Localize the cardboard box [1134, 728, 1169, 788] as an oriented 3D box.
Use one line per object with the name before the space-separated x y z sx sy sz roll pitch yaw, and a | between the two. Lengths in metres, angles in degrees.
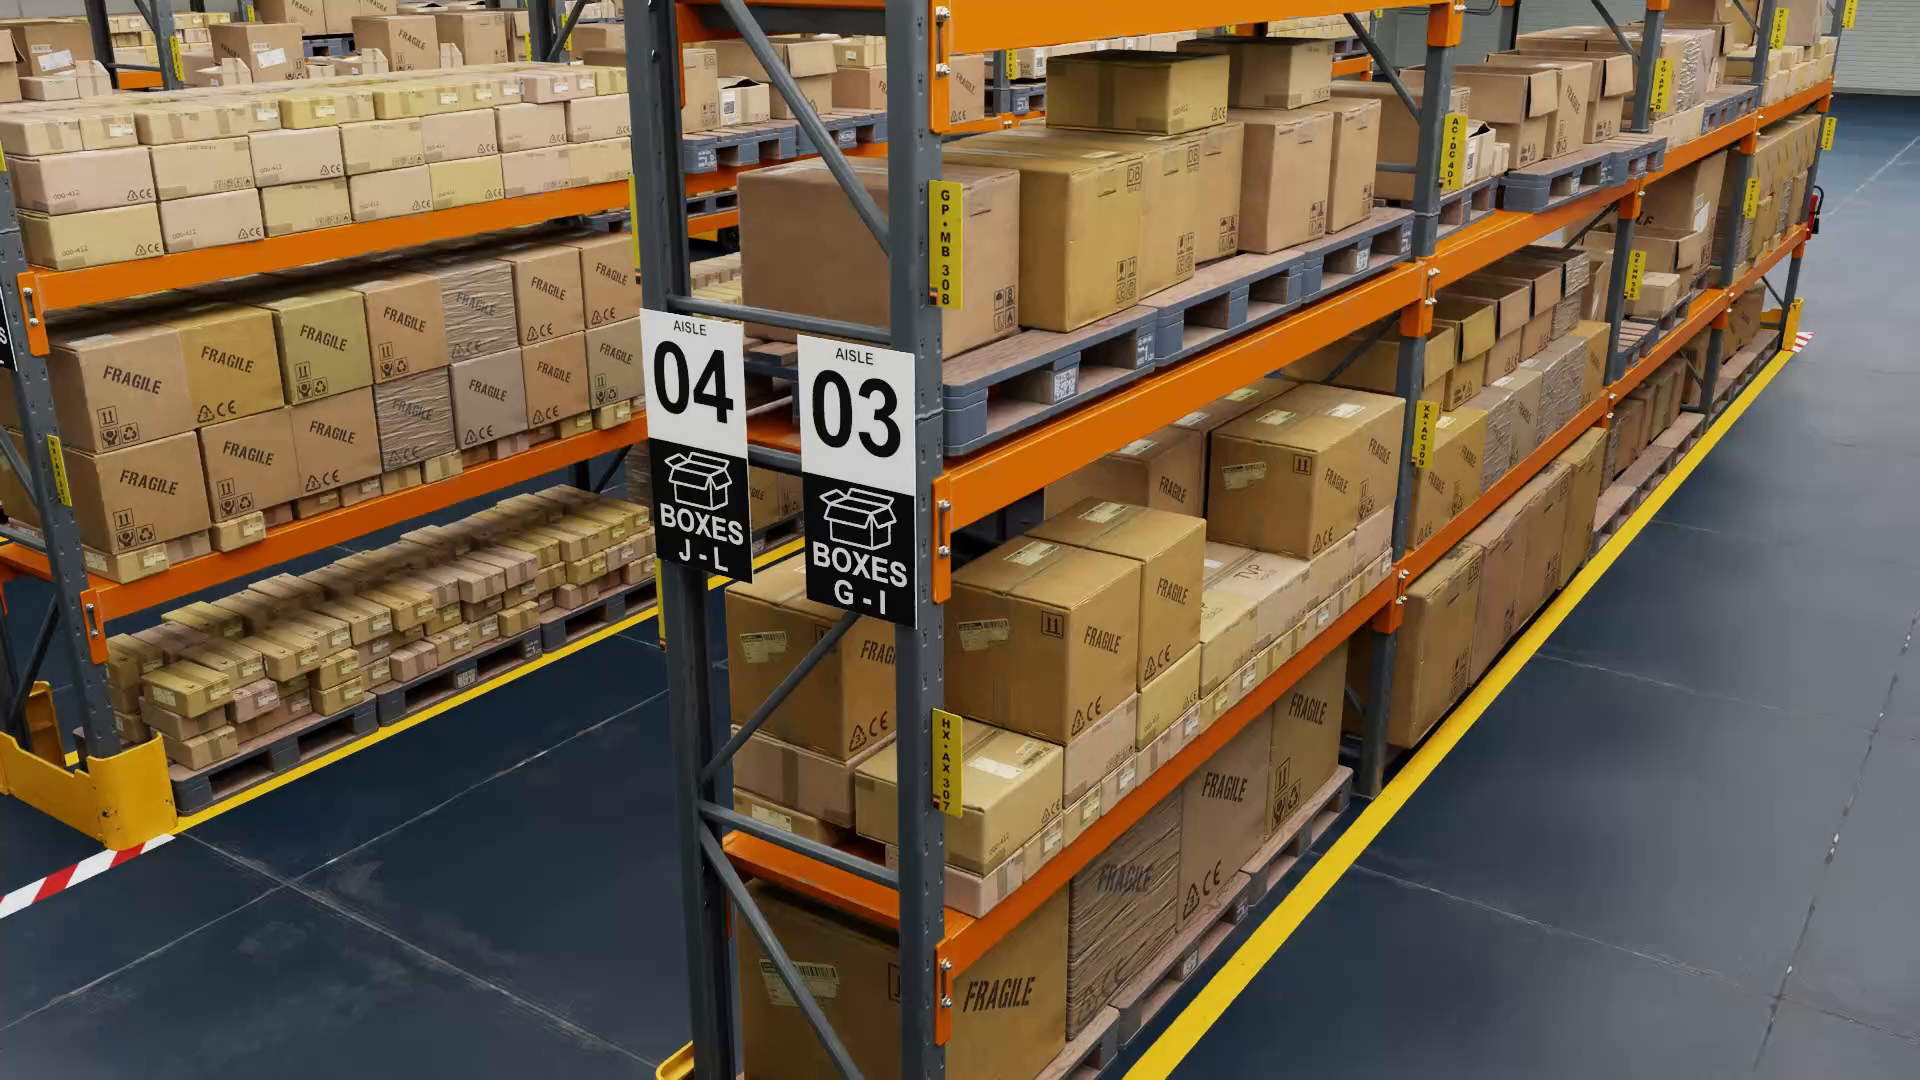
cardboard box | 0.556 0.767 6.230 0.380 0.149 0.250 13 24 31

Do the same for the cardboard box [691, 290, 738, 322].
cardboard box | -1.687 -1.544 11.014 0.380 0.149 0.250 15 25 35

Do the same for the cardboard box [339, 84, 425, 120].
cardboard box | -3.070 -2.324 8.822 0.380 0.149 0.250 13 24 31

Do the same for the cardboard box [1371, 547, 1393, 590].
cardboard box | 1.856 0.103 8.024 0.380 0.149 0.250 13 24 32

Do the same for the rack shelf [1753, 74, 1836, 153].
rack shelf | 7.377 -4.105 15.751 1.077 0.370 4.000 13 24 32

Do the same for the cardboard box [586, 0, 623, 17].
cardboard box | -4.868 -7.599 23.261 0.797 0.503 0.637 14 25 34

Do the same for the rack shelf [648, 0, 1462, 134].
rack shelf | 0.632 -1.881 5.992 1.077 0.370 4.000 13 24 32

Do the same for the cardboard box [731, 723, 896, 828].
cardboard box | -0.440 0.722 5.778 0.500 0.250 0.500 13 24 31

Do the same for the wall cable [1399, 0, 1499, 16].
wall cable | 14.676 -17.037 49.828 3.097 2.526 0.112 13 24 32

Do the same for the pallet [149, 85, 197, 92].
pallet | -5.965 -3.688 13.865 0.805 0.209 1.217 12 24 30

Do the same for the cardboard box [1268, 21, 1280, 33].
cardboard box | 2.997 -5.408 17.277 0.500 0.250 0.500 13 24 31

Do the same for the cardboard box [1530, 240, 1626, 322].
cardboard box | 4.506 -1.900 12.328 0.700 0.500 0.500 18 27 40

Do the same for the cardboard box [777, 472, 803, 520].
cardboard box | -1.359 -0.499 12.289 0.500 0.500 0.500 15 25 34

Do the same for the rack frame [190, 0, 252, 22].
rack frame | -8.299 -7.027 18.291 1.000 3.000 0.127 13 24 32

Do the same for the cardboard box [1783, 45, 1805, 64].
cardboard box | 7.674 -4.551 15.561 0.380 0.149 0.250 12 23 29

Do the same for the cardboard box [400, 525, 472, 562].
cardboard box | -3.298 0.043 10.471 0.380 0.149 0.250 14 24 33

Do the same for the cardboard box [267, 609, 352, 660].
cardboard box | -3.588 0.525 9.168 0.380 0.149 0.250 12 23 29

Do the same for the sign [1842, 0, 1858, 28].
sign | 8.949 -5.317 16.716 0.100 0.325 0.005 13 24 32

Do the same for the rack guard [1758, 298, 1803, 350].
rack guard | 8.459 -2.415 18.073 1.175 0.500 0.348 13 24 32

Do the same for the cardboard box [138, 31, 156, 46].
cardboard box | -8.733 -5.367 17.769 0.380 0.149 0.250 13 24 32

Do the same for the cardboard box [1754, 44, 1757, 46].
cardboard box | 7.678 -4.882 16.458 0.380 0.149 0.250 14 25 34

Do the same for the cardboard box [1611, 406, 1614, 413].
cardboard box | 4.646 -1.052 12.672 0.500 0.250 0.500 17 26 38

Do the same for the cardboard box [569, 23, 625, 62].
cardboard box | -3.650 -4.970 16.910 0.700 0.500 0.500 13 24 32

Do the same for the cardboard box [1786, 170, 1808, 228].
cardboard box | 7.988 -3.476 16.766 0.875 0.500 0.500 13 24 32

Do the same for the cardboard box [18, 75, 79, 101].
cardboard box | -6.683 -3.310 12.179 0.380 0.149 0.250 14 24 33

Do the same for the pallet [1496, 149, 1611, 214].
pallet | 3.060 -2.115 9.609 1.003 0.211 1.213 15 25 34

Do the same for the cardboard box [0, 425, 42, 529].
cardboard box | -4.498 -0.380 8.396 0.500 0.500 0.500 14 24 33

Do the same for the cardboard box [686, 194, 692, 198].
cardboard box | -3.107 -3.775 17.902 0.380 0.149 0.250 14 25 34

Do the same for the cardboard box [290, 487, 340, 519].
cardboard box | -3.575 -0.248 8.973 0.380 0.149 0.250 13 24 31

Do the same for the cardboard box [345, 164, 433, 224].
cardboard box | -3.196 -1.877 8.907 0.500 0.250 0.500 13 24 32

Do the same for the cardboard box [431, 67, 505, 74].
cardboard box | -2.928 -2.729 9.917 0.380 0.149 0.250 13 24 31

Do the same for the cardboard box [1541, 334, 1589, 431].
cardboard box | 3.647 -1.029 10.578 0.500 0.500 0.500 13 24 31

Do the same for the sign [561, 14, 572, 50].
sign | -3.737 -4.822 15.795 0.100 0.325 0.005 13 24 32

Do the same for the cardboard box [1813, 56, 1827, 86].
cardboard box | 8.163 -4.614 16.307 0.500 0.250 0.500 13 24 32

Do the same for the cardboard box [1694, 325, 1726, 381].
cardboard box | 6.827 -1.759 15.694 0.500 0.500 0.500 -15 25 -35

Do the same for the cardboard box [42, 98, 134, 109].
cardboard box | -4.231 -2.051 8.083 0.380 0.149 0.250 12 24 30

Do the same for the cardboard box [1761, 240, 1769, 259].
cardboard box | 7.455 -2.780 15.818 0.380 0.149 0.250 13 24 32

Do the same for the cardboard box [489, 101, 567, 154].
cardboard box | -2.641 -2.404 9.613 0.500 0.250 0.500 12 24 30

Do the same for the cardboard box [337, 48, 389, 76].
cardboard box | -5.123 -4.095 14.278 0.396 0.266 0.258 16 25 36

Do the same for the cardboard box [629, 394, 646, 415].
cardboard box | -2.256 -0.917 10.782 0.380 0.149 0.250 13 24 31

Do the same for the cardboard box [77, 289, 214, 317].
cardboard box | -4.201 -0.995 8.618 0.500 0.500 0.500 12 24 30

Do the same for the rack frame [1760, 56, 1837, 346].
rack frame | 8.502 -3.609 17.698 1.000 3.000 0.127 13 24 32

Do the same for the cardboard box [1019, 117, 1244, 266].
cardboard box | 0.649 -1.352 6.378 0.700 0.500 0.500 15 25 34

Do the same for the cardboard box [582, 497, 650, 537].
cardboard box | -2.274 -0.148 10.989 0.380 0.149 0.250 14 25 33

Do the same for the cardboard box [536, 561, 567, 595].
cardboard box | -2.703 0.204 10.465 0.380 0.149 0.250 14 24 32

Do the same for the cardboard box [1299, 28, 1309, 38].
cardboard box | 3.549 -5.465 18.005 0.380 0.149 0.250 14 24 33

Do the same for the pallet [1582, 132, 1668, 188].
pallet | 3.687 -2.437 10.478 1.213 0.211 1.003 15 25 34

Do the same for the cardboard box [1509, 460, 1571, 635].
cardboard box | 3.092 -0.066 10.577 1.225 0.875 0.875 13 24 32

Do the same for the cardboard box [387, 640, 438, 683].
cardboard box | -3.254 0.676 9.619 0.380 0.149 0.250 12 23 29

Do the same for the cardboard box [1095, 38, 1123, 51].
cardboard box | 1.118 -4.375 14.824 0.500 0.311 0.500 13 24 31

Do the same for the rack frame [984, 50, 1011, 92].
rack frame | -0.041 -5.124 13.145 1.000 3.000 0.127 13 24 32

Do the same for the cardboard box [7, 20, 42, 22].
cardboard box | -9.349 -5.121 16.647 0.380 0.149 0.250 13 24 32

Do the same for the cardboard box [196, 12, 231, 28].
cardboard box | -8.247 -5.720 18.294 0.380 0.149 0.250 14 25 34

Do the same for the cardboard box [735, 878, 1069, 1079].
cardboard box | -0.199 1.582 6.122 0.875 0.875 0.875 13 24 32

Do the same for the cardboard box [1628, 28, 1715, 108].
cardboard box | 5.047 -3.377 11.883 0.500 0.500 0.500 12 24 30

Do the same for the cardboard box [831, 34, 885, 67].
cardboard box | -0.759 -3.583 12.056 0.396 0.266 0.258 13 24 32

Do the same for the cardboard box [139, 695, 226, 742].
cardboard box | -4.031 0.886 8.622 0.380 0.149 0.250 14 25 34

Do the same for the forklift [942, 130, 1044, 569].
forklift | 0.440 -1.221 11.341 1.130 2.935 3.031 -19 28 -41
